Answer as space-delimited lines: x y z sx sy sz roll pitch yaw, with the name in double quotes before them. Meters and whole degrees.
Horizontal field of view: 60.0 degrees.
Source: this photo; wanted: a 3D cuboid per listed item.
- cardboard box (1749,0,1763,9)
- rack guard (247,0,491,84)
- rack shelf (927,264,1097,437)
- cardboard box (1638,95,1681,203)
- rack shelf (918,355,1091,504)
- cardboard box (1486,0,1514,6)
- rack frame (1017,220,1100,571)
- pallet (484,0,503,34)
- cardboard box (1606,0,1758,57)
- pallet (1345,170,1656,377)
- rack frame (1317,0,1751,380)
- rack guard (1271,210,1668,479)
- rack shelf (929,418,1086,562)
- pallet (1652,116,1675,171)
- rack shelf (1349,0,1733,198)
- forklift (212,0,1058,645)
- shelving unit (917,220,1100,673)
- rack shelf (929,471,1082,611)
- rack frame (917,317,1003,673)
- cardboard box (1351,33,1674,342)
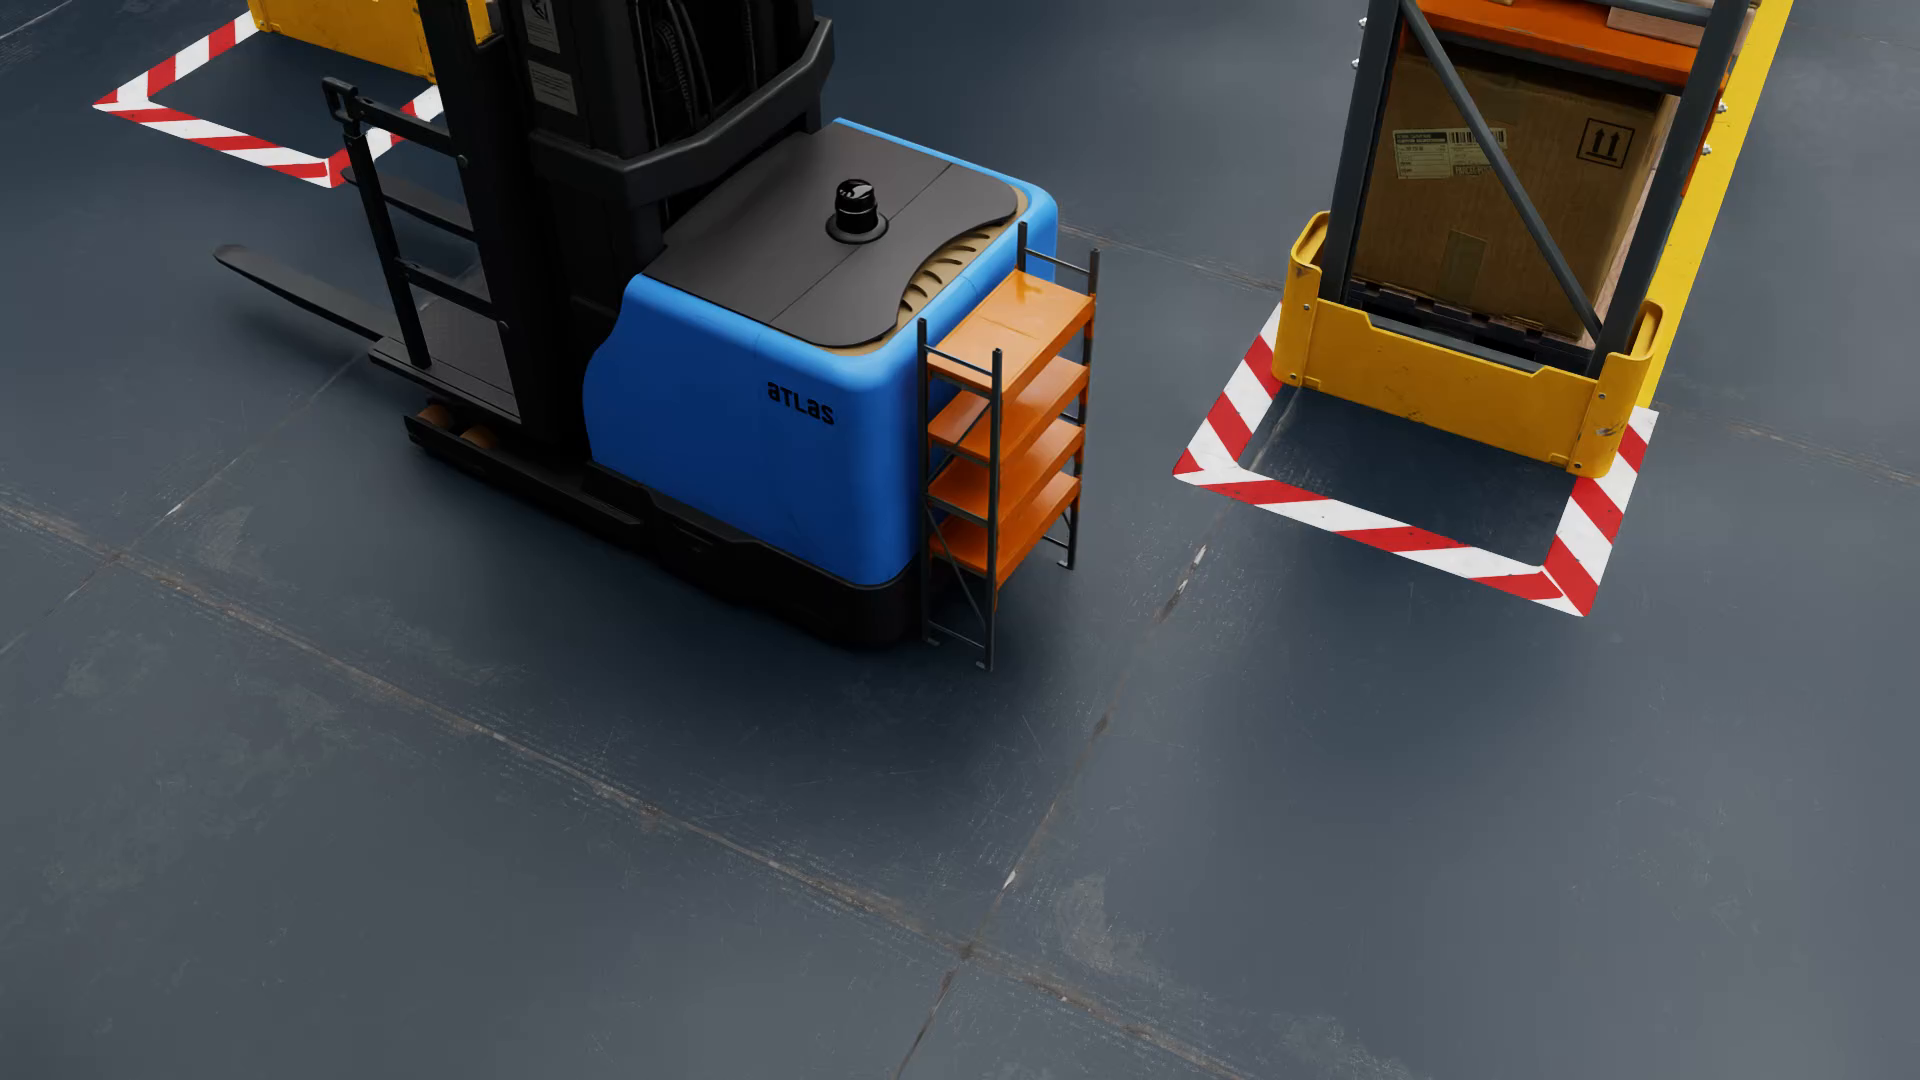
"cardboard box" 2.139 -1.820 4.836 0.500 0.250 0.500 19 48 18
"rack guard" -2.634 -2.425 7.295 1.175 0.500 0.348 20 49 19
"rack shelf" 0.127 -0.503 4.350 0.258 0.148 0.480 24 50 22
"cardboard box" 2.326 -1.958 6.275 0.875 0.875 0.875 20 49 19
"rack shelf" 0.126 -0.337 4.518 0.258 0.148 0.480 24 50 22
"cardboard box" 1.551 -1.799 5.096 0.380 0.149 0.250 21 49 20
"rack frame" 0.255 -0.375 4.775 0.240 1.200 0.015 24 50 22
"pallet" -2.226 -2.824 7.892 1.003 0.211 1.213 20 49 19
"cardboard box" 2.134 -1.581 4.880 0.380 0.149 0.250 21 49 19
"pallet" 1.979 -1.104 6.193 1.003 0.211 1.213 20 49 19
"rack frame" 1.677 -1.555 4.677 1.000 3.000 0.127 20 49 19
"rack guard" 1.666 -0.661 5.552 1.175 0.500 0.348 20 49 19
"rack shelf" 0.124 -0.181 4.678 0.258 0.148 0.480 24 50 22
"pallet" 2.546 -1.870 6.949 1.003 0.211 1.213 20 49 19
"rack shelf" 2.605 -2.562 6.179 1.077 0.370 4.000 20 49 19
"forklift" -1.225 -1.533 4.704 3.031 2.935 1.130 24 50 22
"shelving unit" 0.125 -0.228 4.630 0.258 1.200 0.503 24 50 22
"rack shelf" 0.123 -0.042 4.820 0.258 0.148 0.480 24 50 22
"rack frame" -0.005 -0.081 4.485 0.240 1.200 0.015 24 50 22
"cardboard box" 1.903 -1.385 5.708 0.875 0.875 0.875 20 49 19
